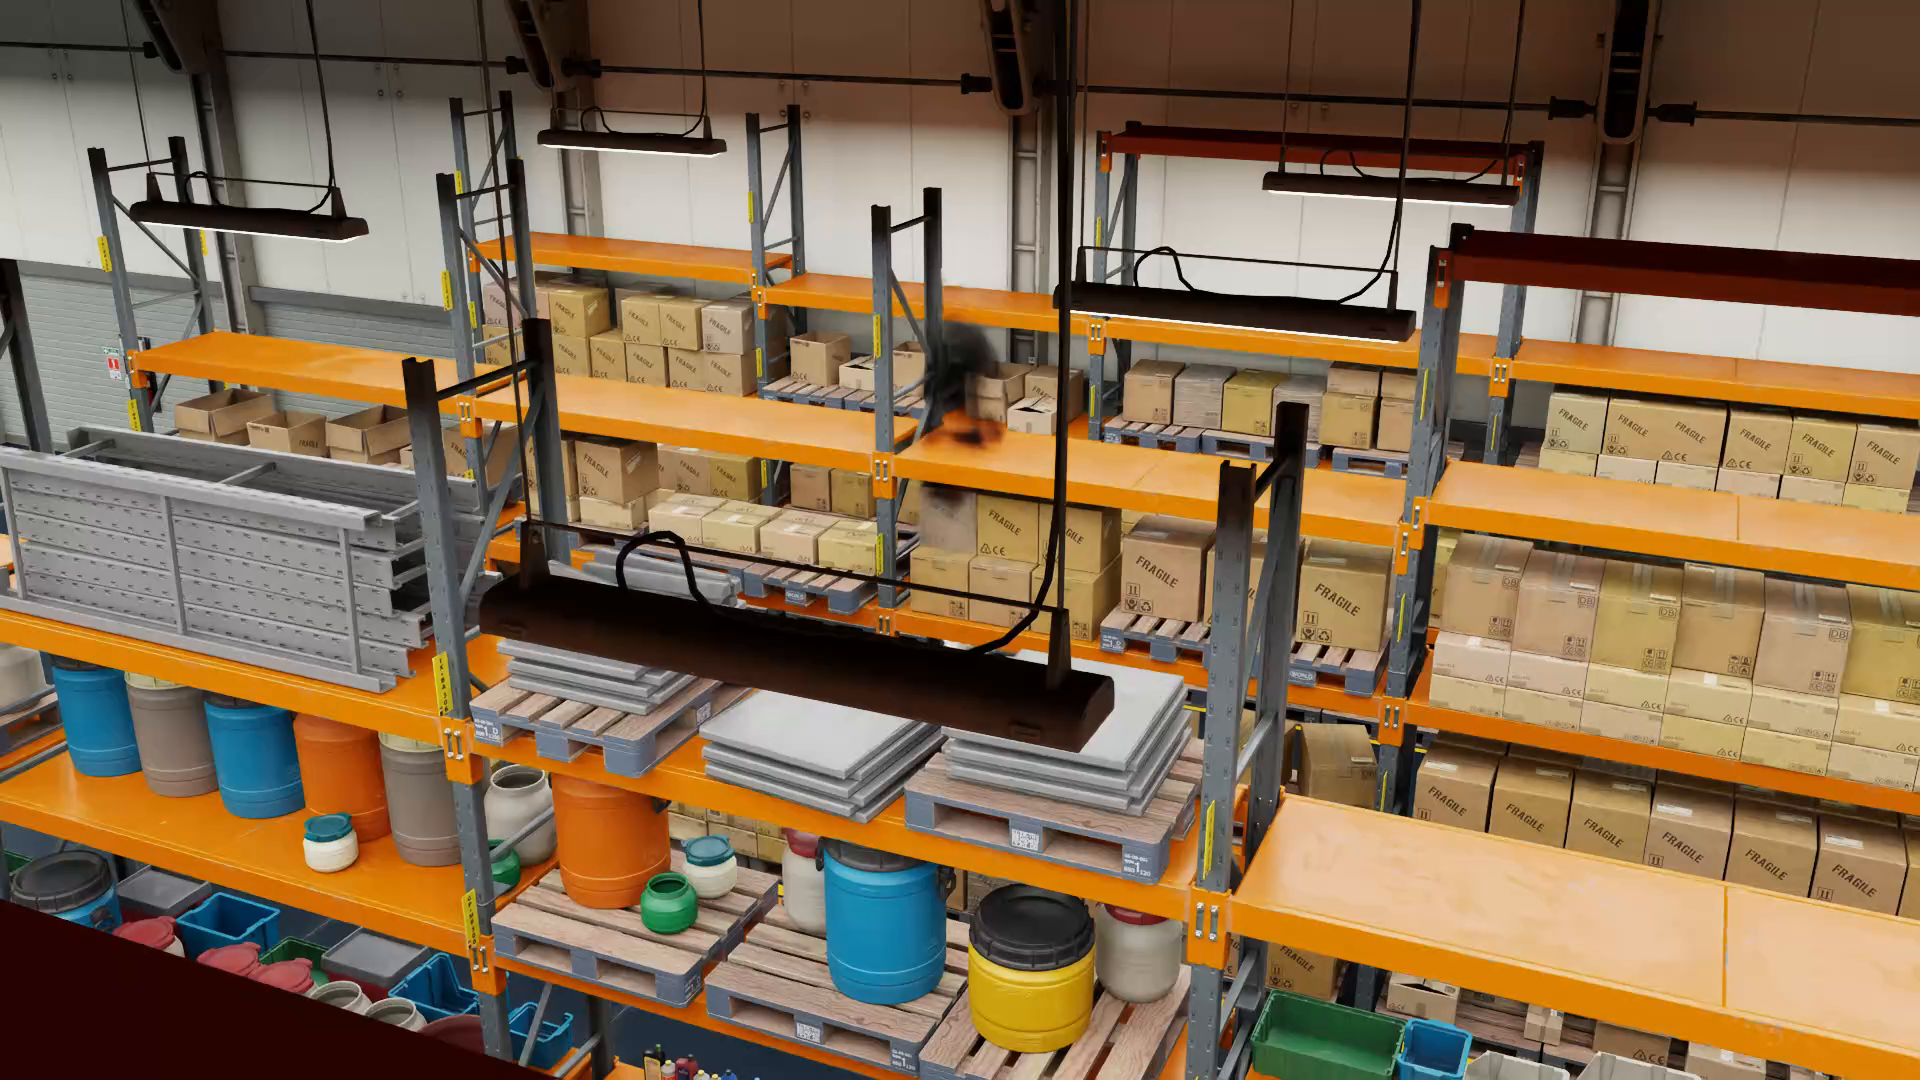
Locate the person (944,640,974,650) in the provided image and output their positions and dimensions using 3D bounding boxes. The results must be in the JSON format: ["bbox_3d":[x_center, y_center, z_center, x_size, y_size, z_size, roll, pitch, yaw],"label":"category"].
[{"bbox_3d":[0.024,1.496,16.362,0.734,1.708,0.616,7,22,18],"label":"person"}]
